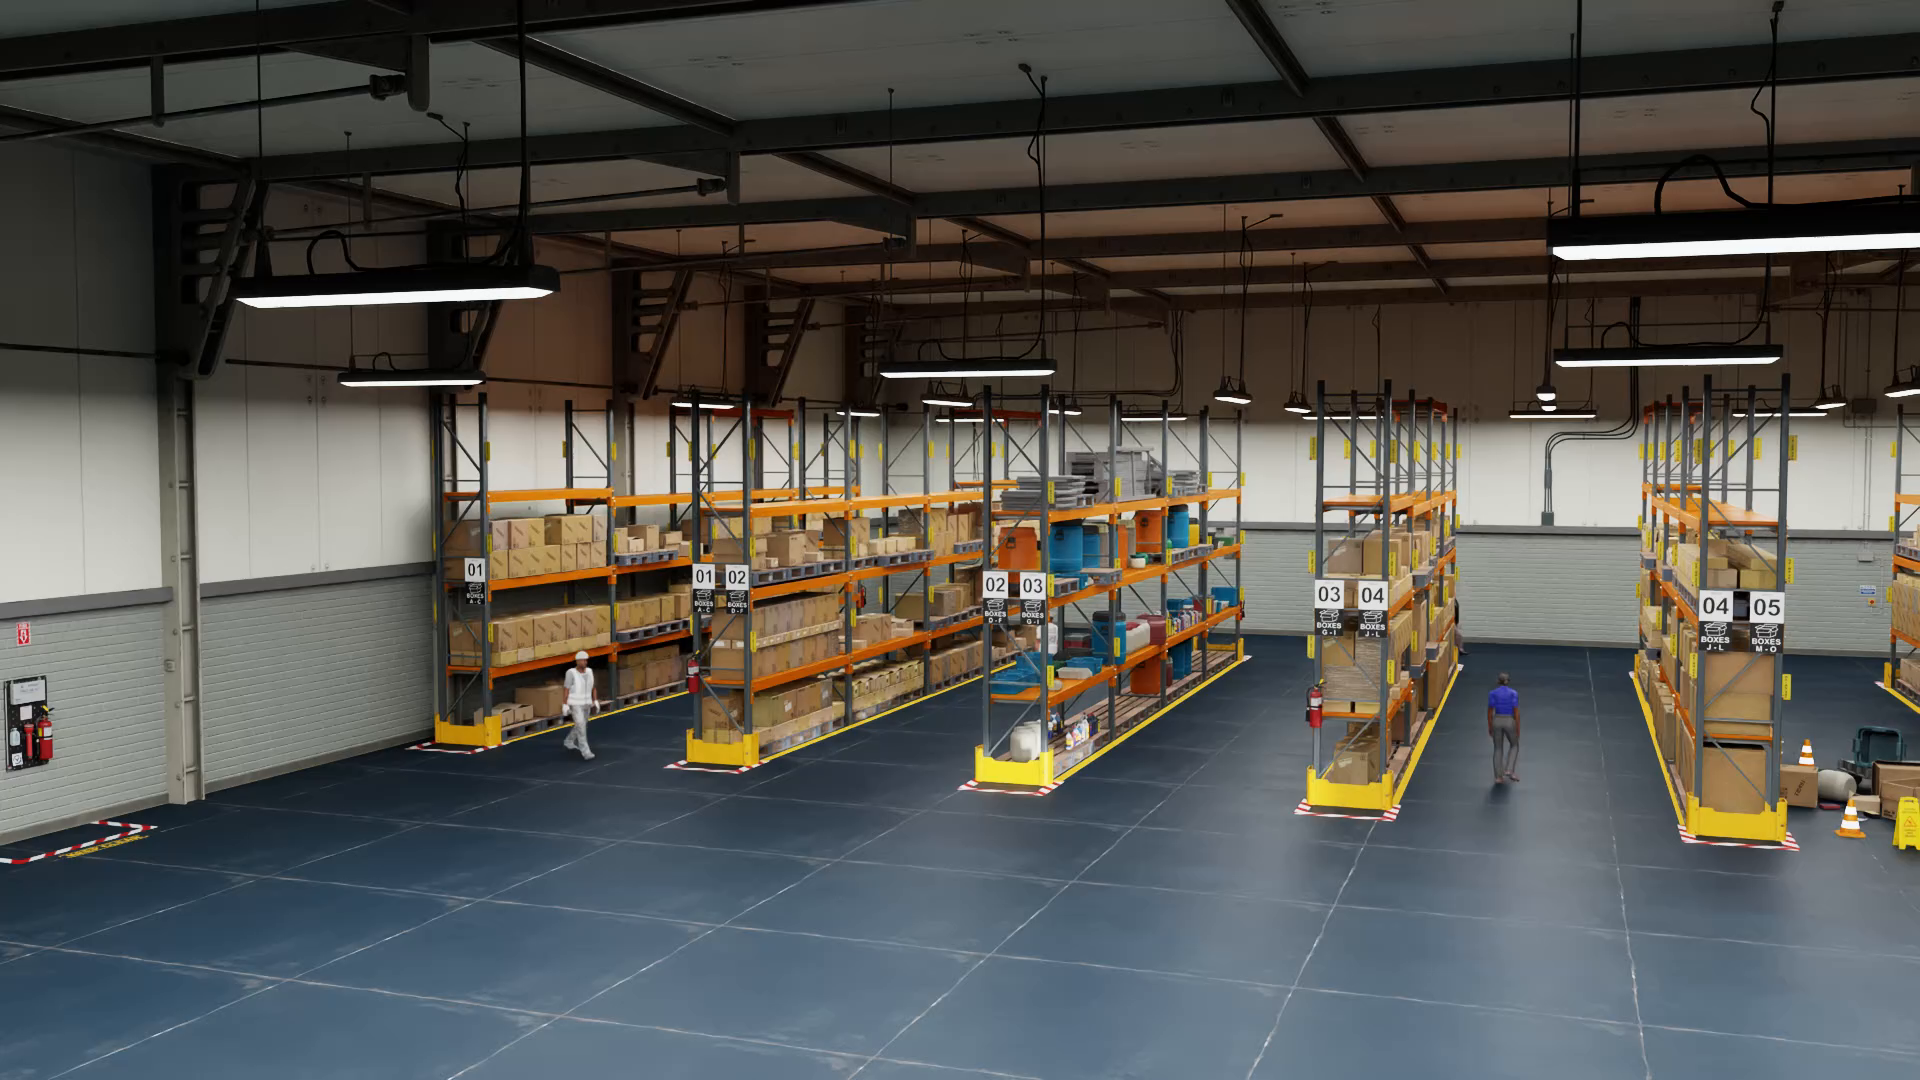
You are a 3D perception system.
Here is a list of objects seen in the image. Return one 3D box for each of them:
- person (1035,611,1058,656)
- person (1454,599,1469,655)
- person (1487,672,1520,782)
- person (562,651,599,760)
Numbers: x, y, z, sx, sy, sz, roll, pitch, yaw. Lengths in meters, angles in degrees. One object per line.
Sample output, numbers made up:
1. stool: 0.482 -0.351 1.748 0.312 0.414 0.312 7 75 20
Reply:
1. person: 1.798 2.311 33.760 0.551 1.736 0.758 0 3 6
2. person: 12.151 2.017 41.000 0.525 1.610 1.035 -2 4 -37
3. person: 8.241 2.835 25.192 0.499 1.658 0.515 2 4 32
4. person: -6.228 2.690 27.309 1.085 1.737 0.563 2 4 35
